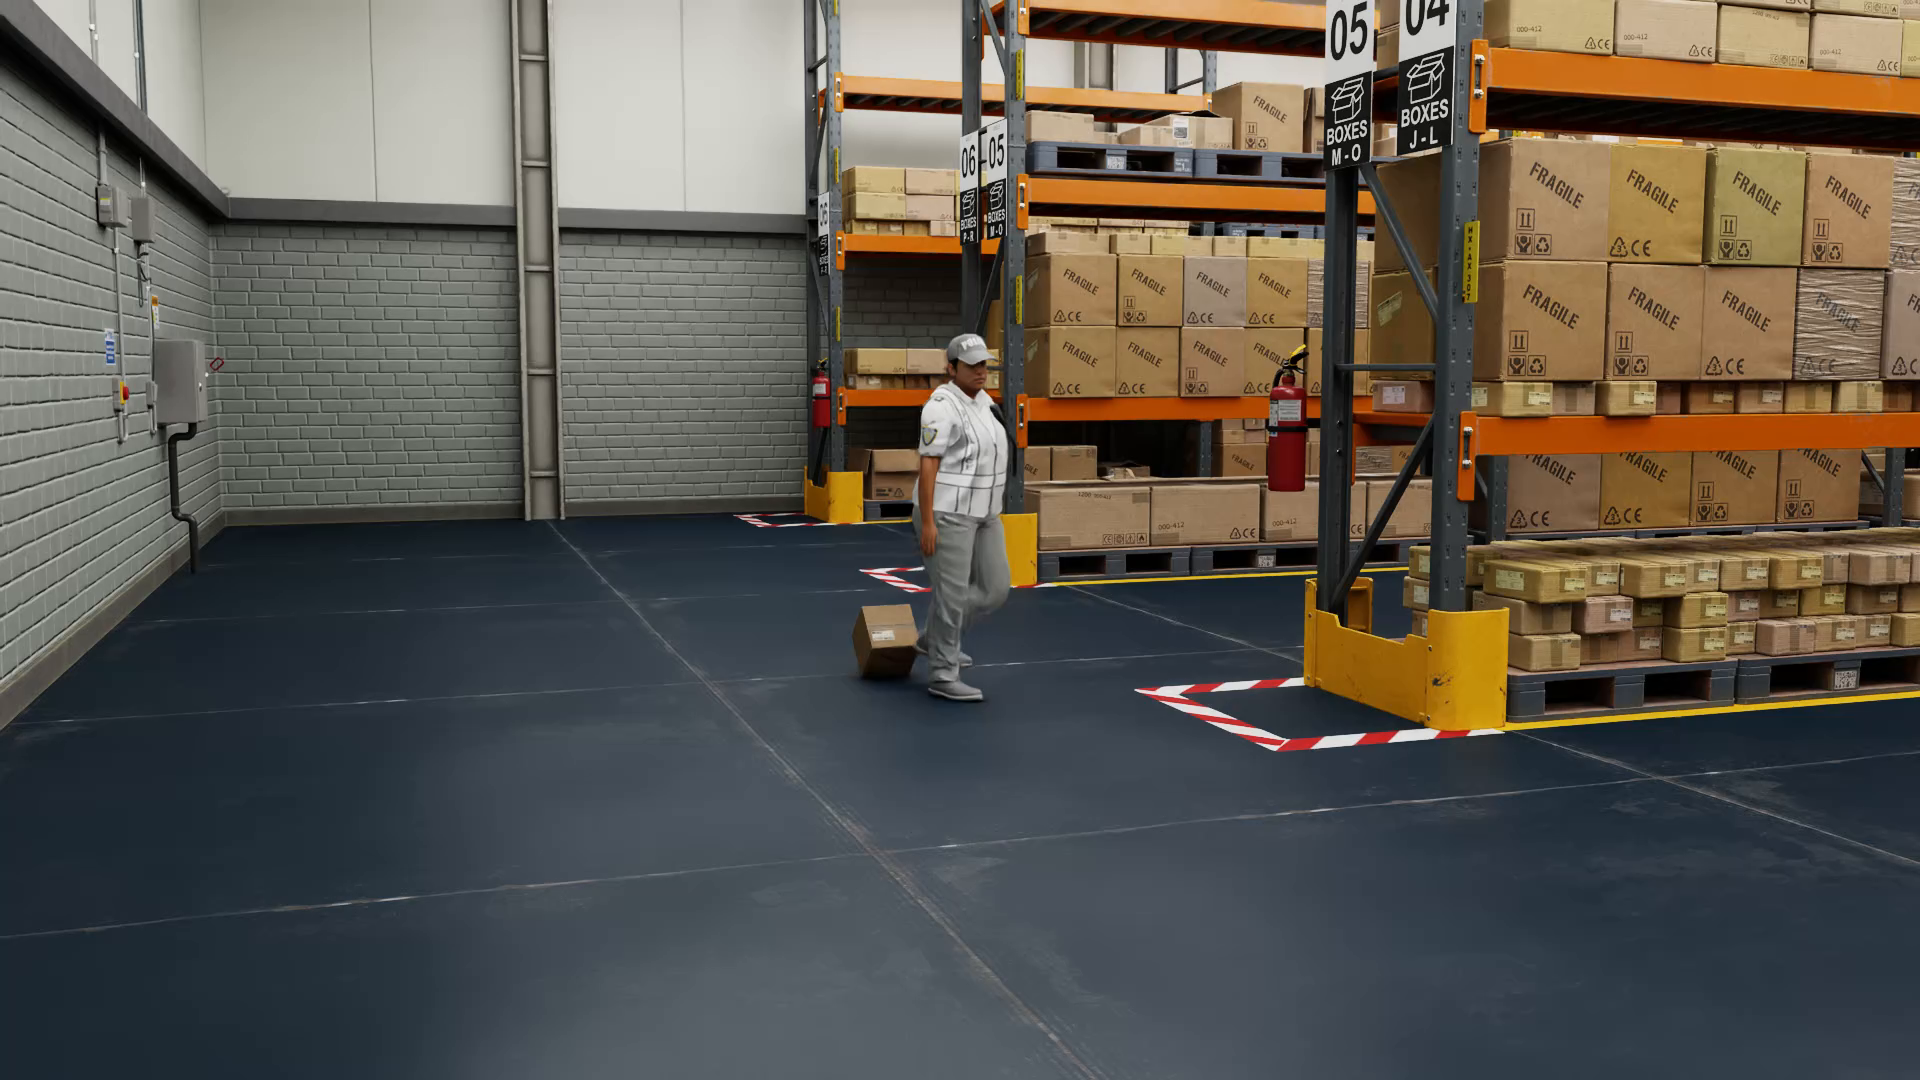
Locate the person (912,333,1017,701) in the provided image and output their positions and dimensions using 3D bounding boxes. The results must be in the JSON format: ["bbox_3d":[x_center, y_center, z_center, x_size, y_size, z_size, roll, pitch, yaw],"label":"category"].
[{"bbox_3d":[-0.022,-0.107,7.599,0.572,1.657,0.557,4,7,34],"label":"person"}]
